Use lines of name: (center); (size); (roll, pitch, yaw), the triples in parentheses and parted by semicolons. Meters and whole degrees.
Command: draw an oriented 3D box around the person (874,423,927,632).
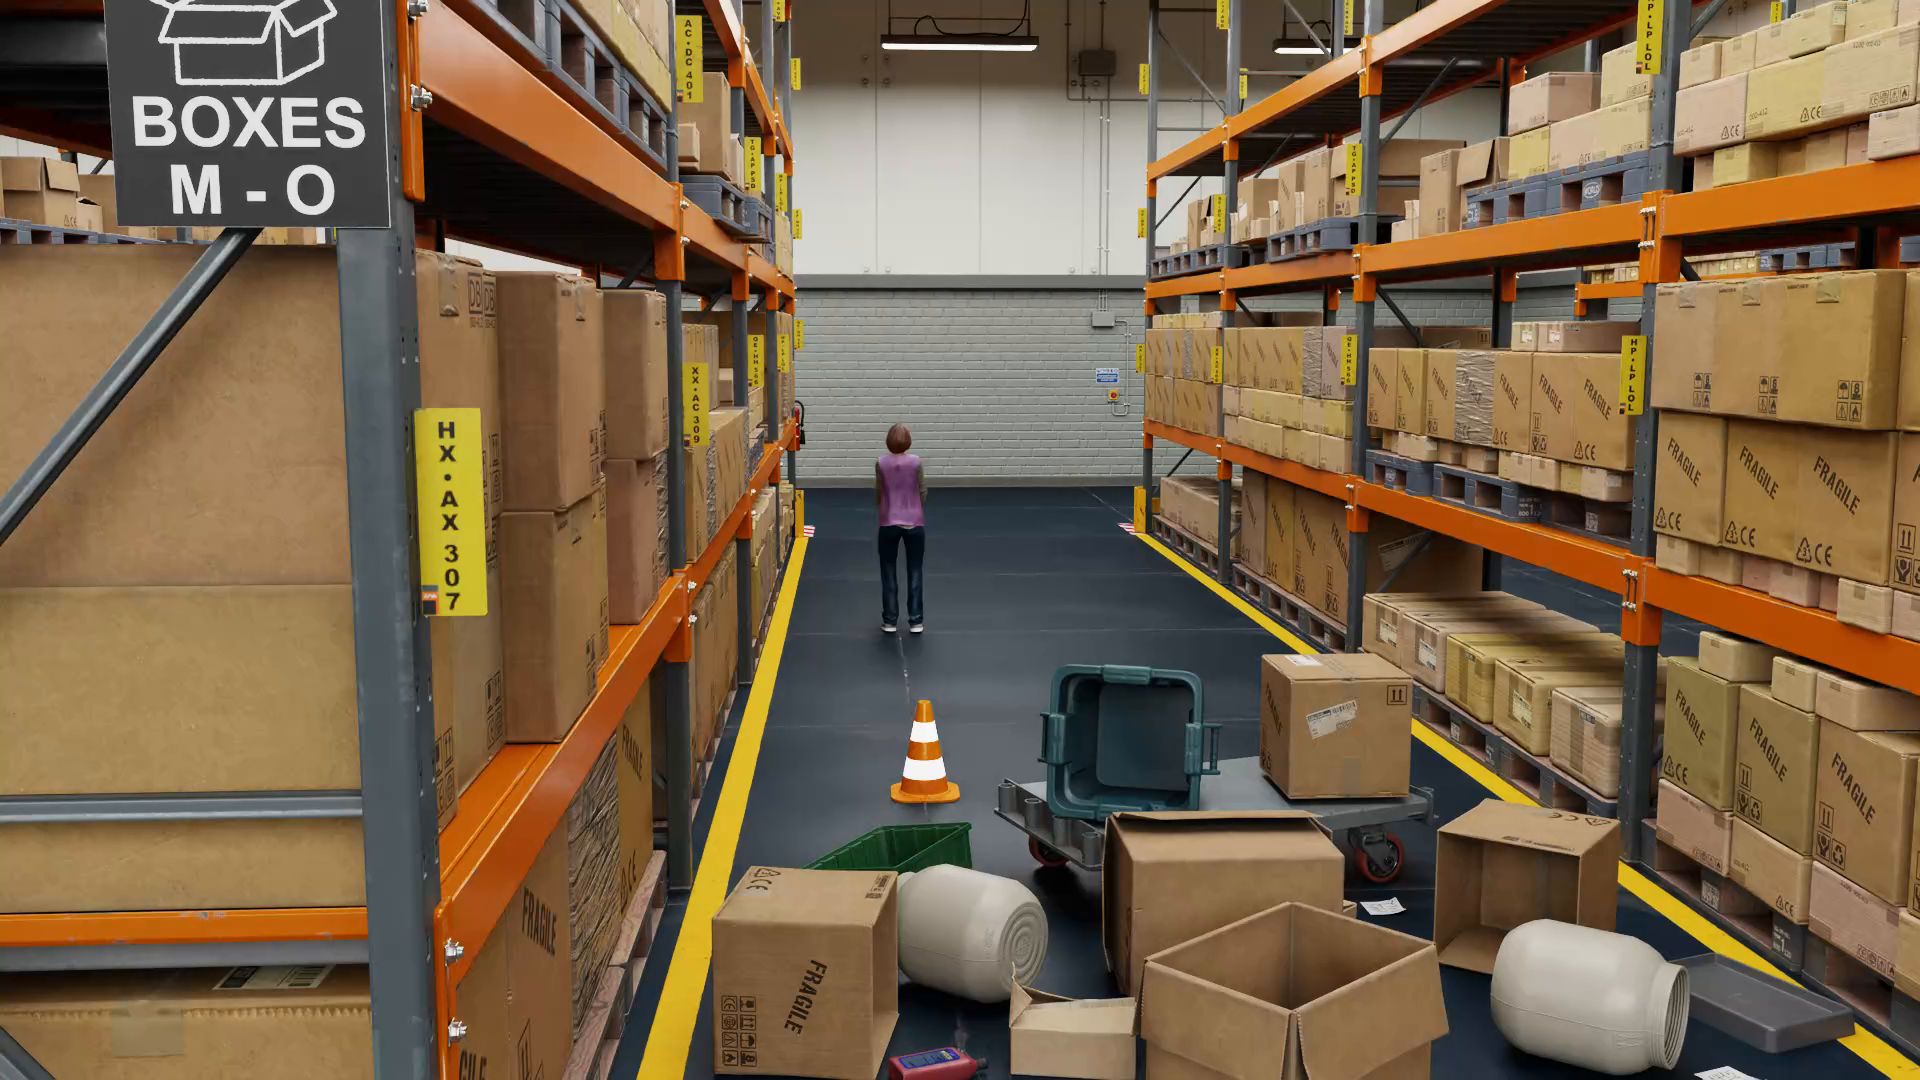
person: (-0.450, -0.099, 12.620); (0.404, 1.590, 0.497); (0, 7, -3)
